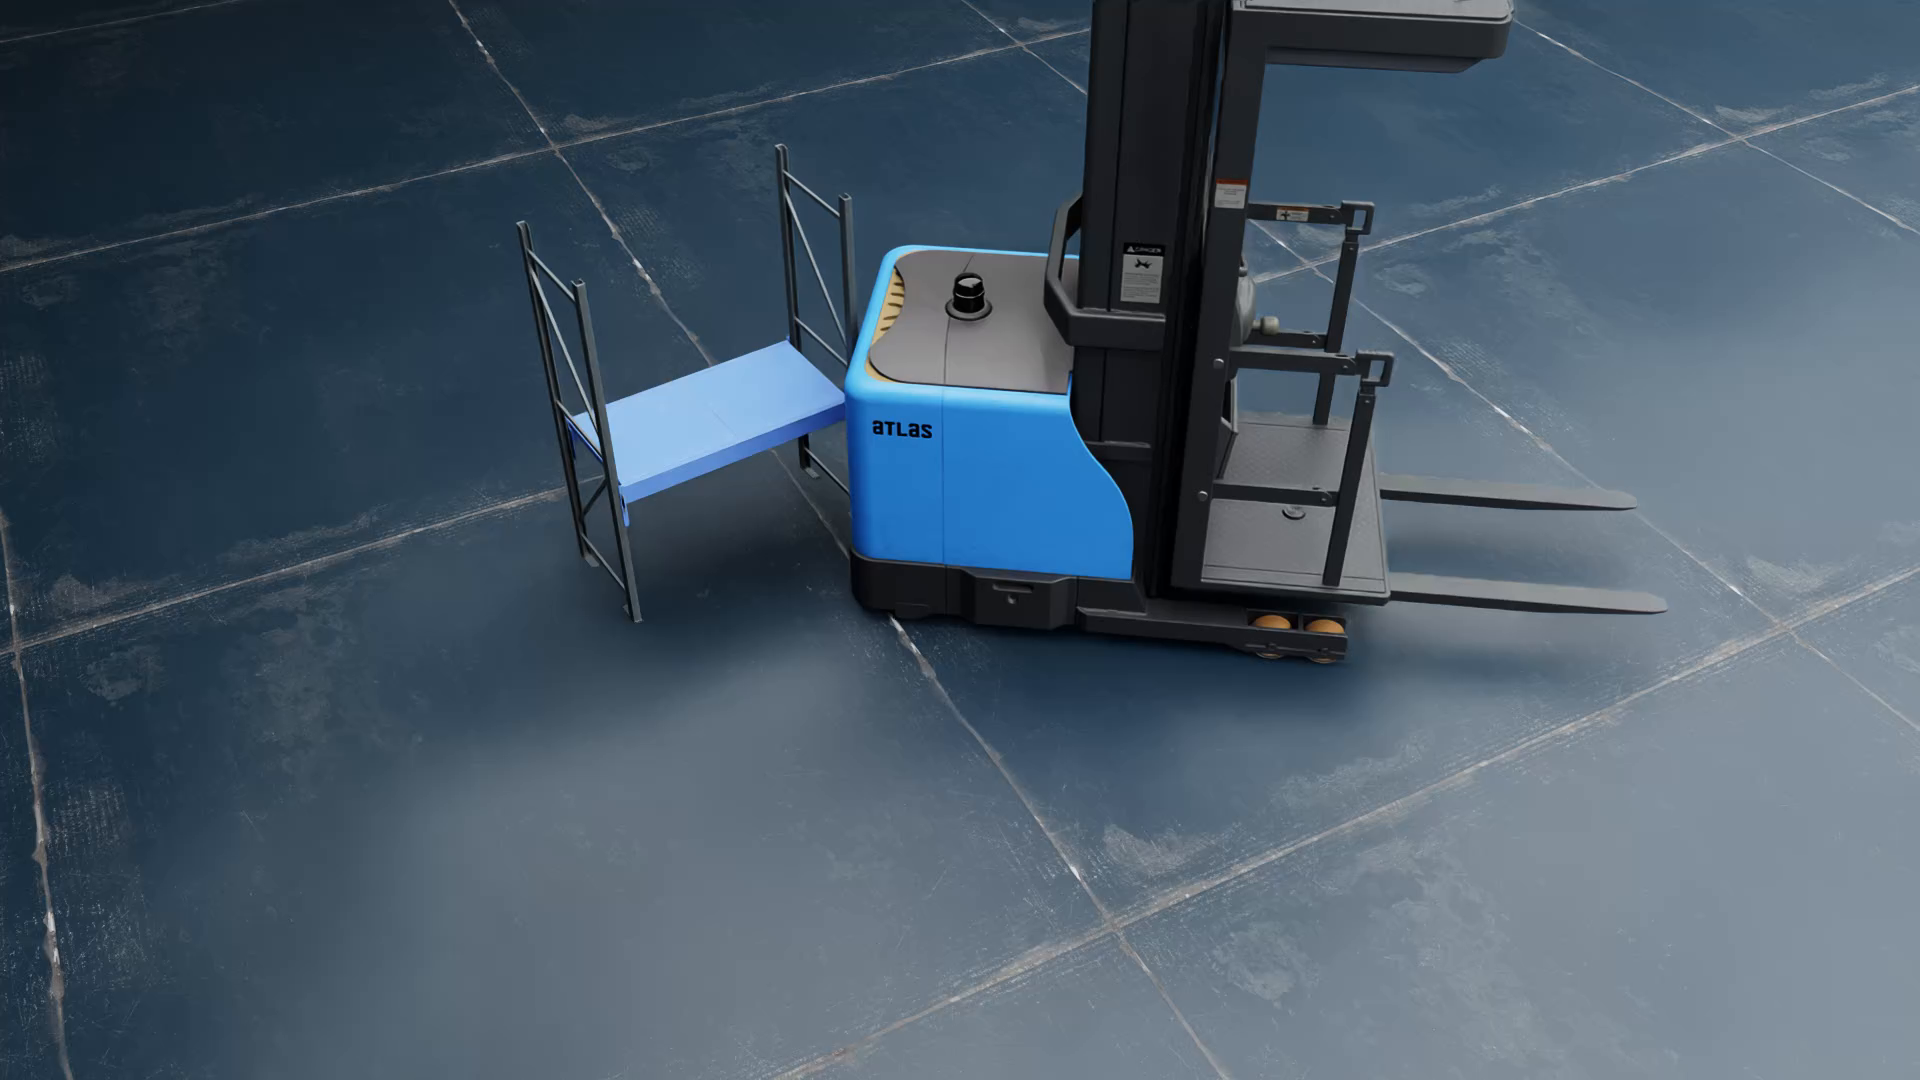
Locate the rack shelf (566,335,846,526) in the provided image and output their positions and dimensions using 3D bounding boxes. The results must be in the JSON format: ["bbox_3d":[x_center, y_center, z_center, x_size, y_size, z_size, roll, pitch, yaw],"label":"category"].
[{"bbox_3d":[-0.953,-0.437,6.384,1.000,0.185,0.538,-24,46,-25],"label":"rack shelf"}]

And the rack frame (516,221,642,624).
[{"bbox_3d":[-1.373,-0.389,6.049,0.032,1.500,0.500,-24,46,-25],"label":"rack frame"}]

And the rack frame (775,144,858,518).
[{"bbox_3d":[-0.533,-0.759,6.486,0.032,1.500,0.500,-24,46,-25],"label":"rack frame"}]

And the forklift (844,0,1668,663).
[{"bbox_3d":[1.138,-1.026,5.693,3.031,2.935,1.130,5,40,5],"label":"forklift"}]

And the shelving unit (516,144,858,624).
[{"bbox_3d":[-0.953,-0.574,6.268,1.048,1.500,0.538,-24,46,-25],"label":"shelving unit"}]
